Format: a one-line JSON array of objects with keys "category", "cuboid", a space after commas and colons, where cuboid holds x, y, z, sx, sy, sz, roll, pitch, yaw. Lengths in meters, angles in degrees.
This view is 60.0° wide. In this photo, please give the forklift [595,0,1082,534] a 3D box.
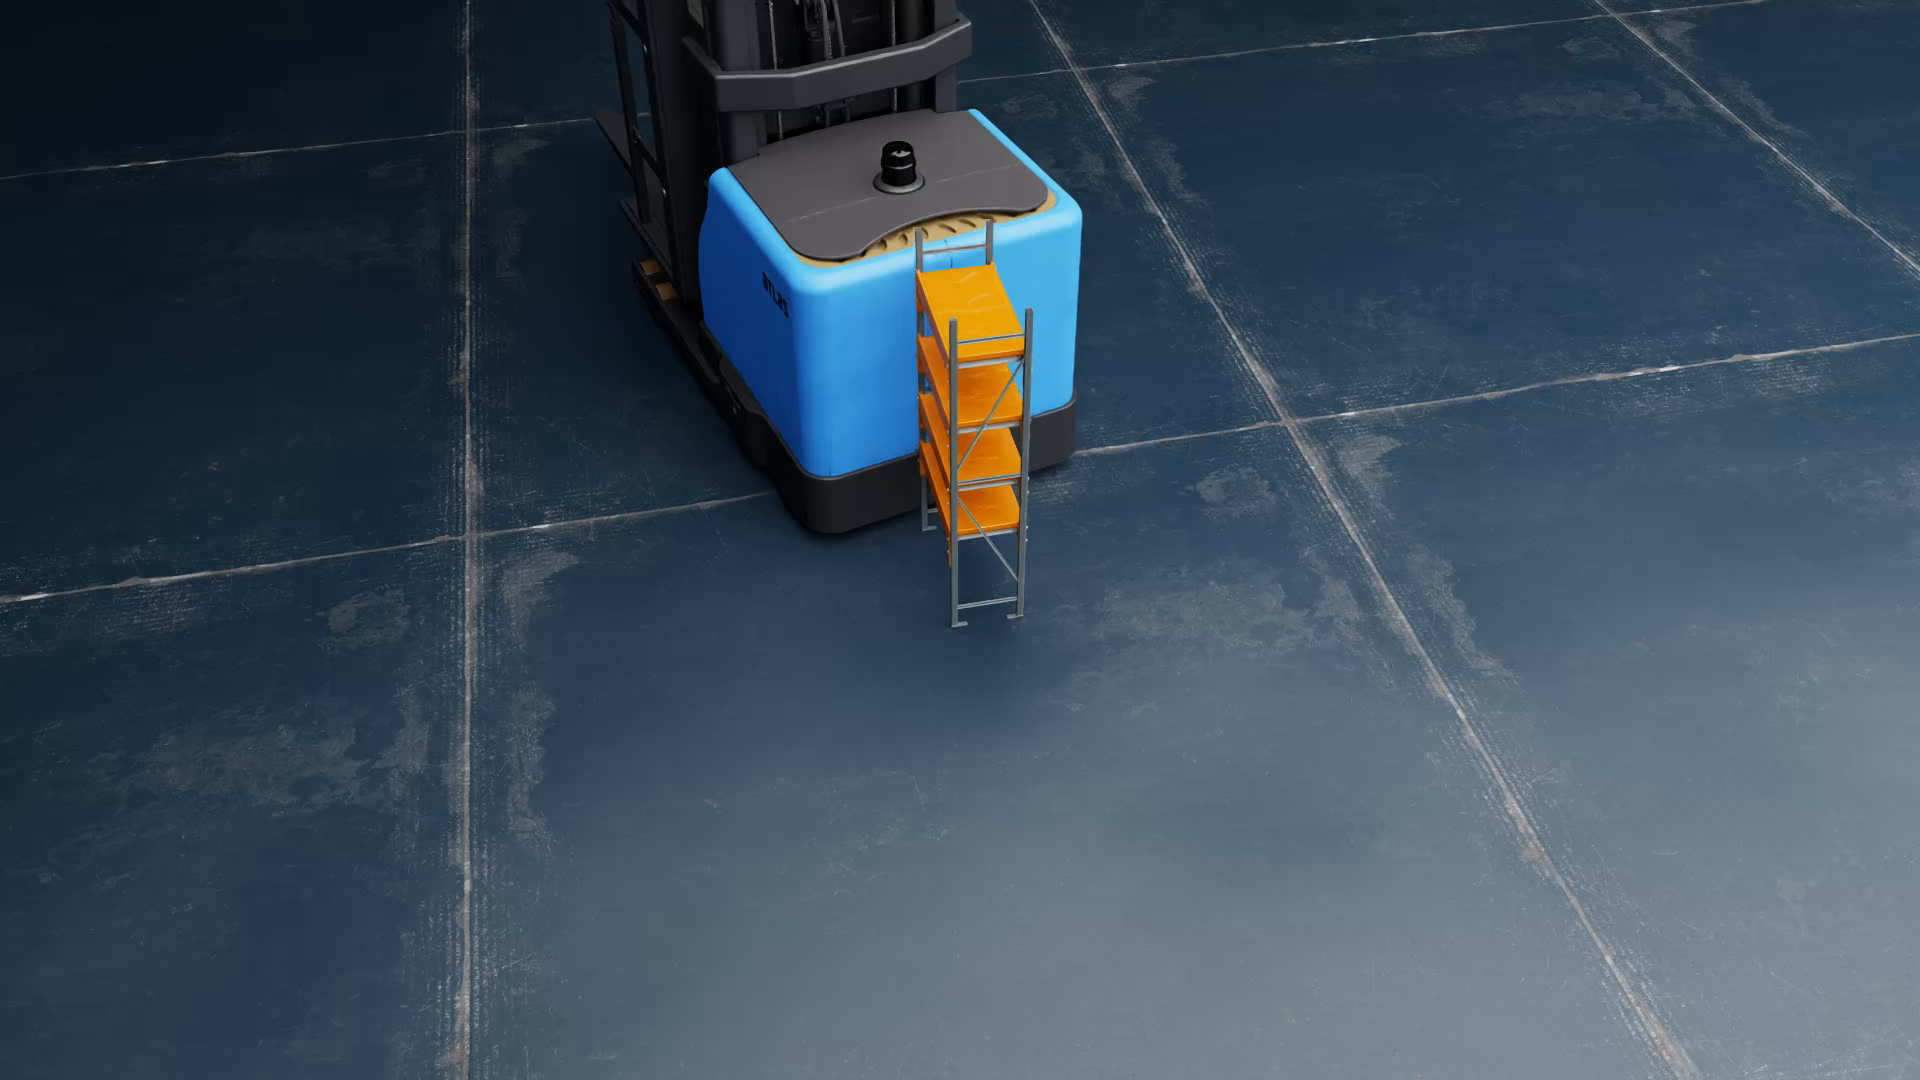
[{"category": "forklift", "cuboid": [-0.696, -2.093, 5.901, 1.130, 2.935, 3.031, -18, 45, -20]}]

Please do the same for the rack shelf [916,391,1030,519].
[{"category": "rack shelf", "cuboid": [0.036, -0.291, 5.275, 0.258, 0.148, 0.480, -8, 42, -9]}]

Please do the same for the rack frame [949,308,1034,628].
[{"category": "rack frame", "cuboid": [0.088, -0.183, 5.053, 0.240, 1.200, 0.015, -8, 42, -9]}]

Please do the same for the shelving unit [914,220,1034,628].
[{"category": "shelving unit", "cuboid": [0.036, -0.341, 5.231, 0.258, 1.200, 0.503, -8, 42, -9]}]

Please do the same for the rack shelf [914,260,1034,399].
[{"category": "rack shelf", "cuboid": [0.036, -0.635, 4.970, 0.258, 0.148, 0.480, -8, 42, -9]}]

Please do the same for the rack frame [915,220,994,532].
[{"category": "rack frame", "cuboid": [-0.017, -0.500, 5.409, 0.240, 1.200, 0.015, -8, 42, -9]}]

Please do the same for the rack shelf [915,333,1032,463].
[{"category": "rack shelf", "cuboid": [0.036, -0.458, 5.127, 0.258, 0.148, 0.480, -8, 42, -9]}]

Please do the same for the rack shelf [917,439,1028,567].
[{"category": "rack shelf", "cuboid": [0.036, -0.143, 5.407, 0.258, 0.148, 0.480, -8, 42, -9]}]
